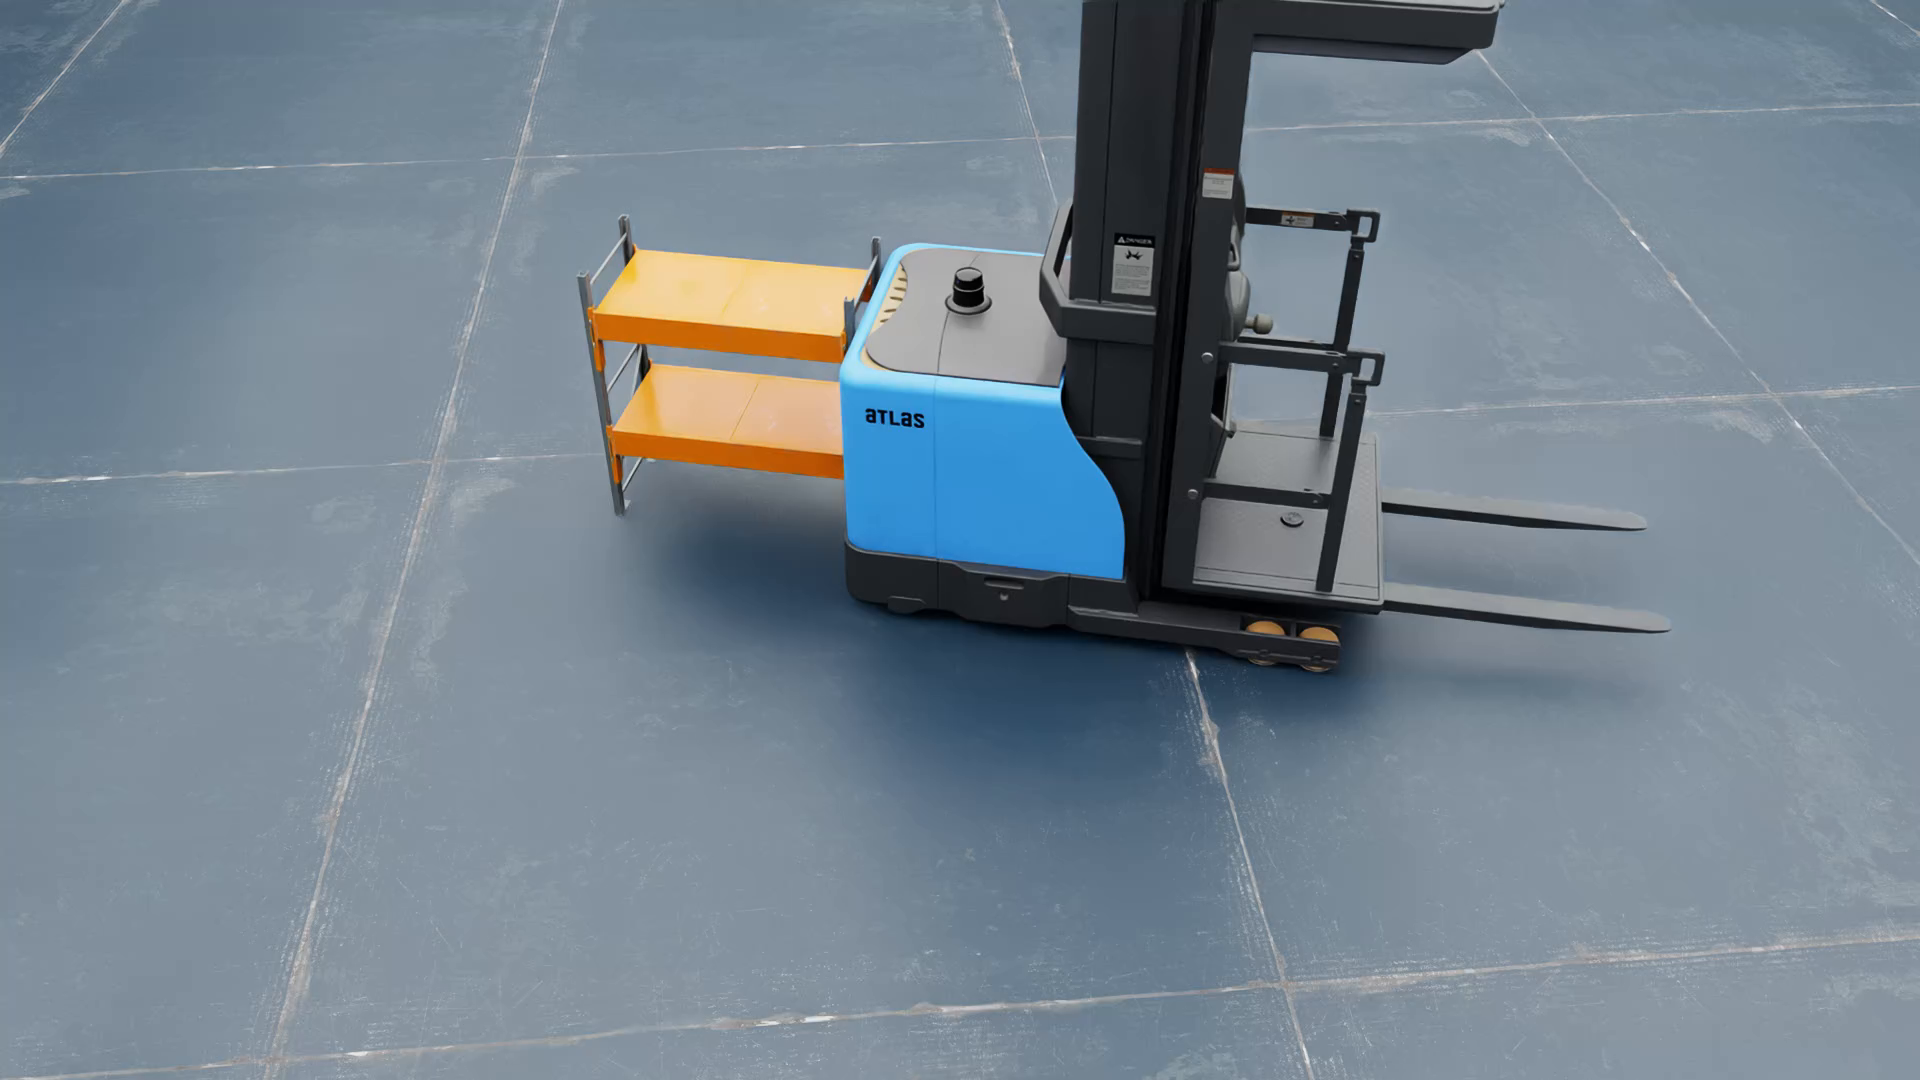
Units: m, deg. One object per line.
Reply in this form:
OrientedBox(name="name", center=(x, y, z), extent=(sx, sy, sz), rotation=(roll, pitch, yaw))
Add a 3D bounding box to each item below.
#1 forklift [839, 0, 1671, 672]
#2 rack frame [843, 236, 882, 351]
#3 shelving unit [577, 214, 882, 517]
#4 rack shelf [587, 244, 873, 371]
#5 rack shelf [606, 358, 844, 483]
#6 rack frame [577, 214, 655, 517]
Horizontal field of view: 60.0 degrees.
OrientedBox(name="forklift", center=(1.128, -1.023, 5.680), extent=(3.031, 2.935, 1.130), rotation=(6, 39, 8))
OrientedBox(name="rack frame", center=(-0.365, -0.577, 6.573), extent=(0.032, 1.125, 0.500), rotation=(6, 39, 8))
OrientedBox(name="shelving unit", center=(-0.865, -0.633, 6.645), extent=(1.048, 1.125, 0.538), rotation=(6, 39, 8))
OrientedBox(name="rack shelf", center=(-0.865, -0.863, 6.463), extent=(1.000, 0.278, 0.538), rotation=(6, 39, 8))
OrientedBox(name="rack shelf", center=(-0.865, -0.441, 6.796), extent=(1.000, 0.278, 0.538), rotation=(6, 39, 8))
OrientedBox(name="rack frame", center=(-1.365, -0.690, 6.716), extent=(0.032, 1.125, 0.500), rotation=(6, 39, 8))
